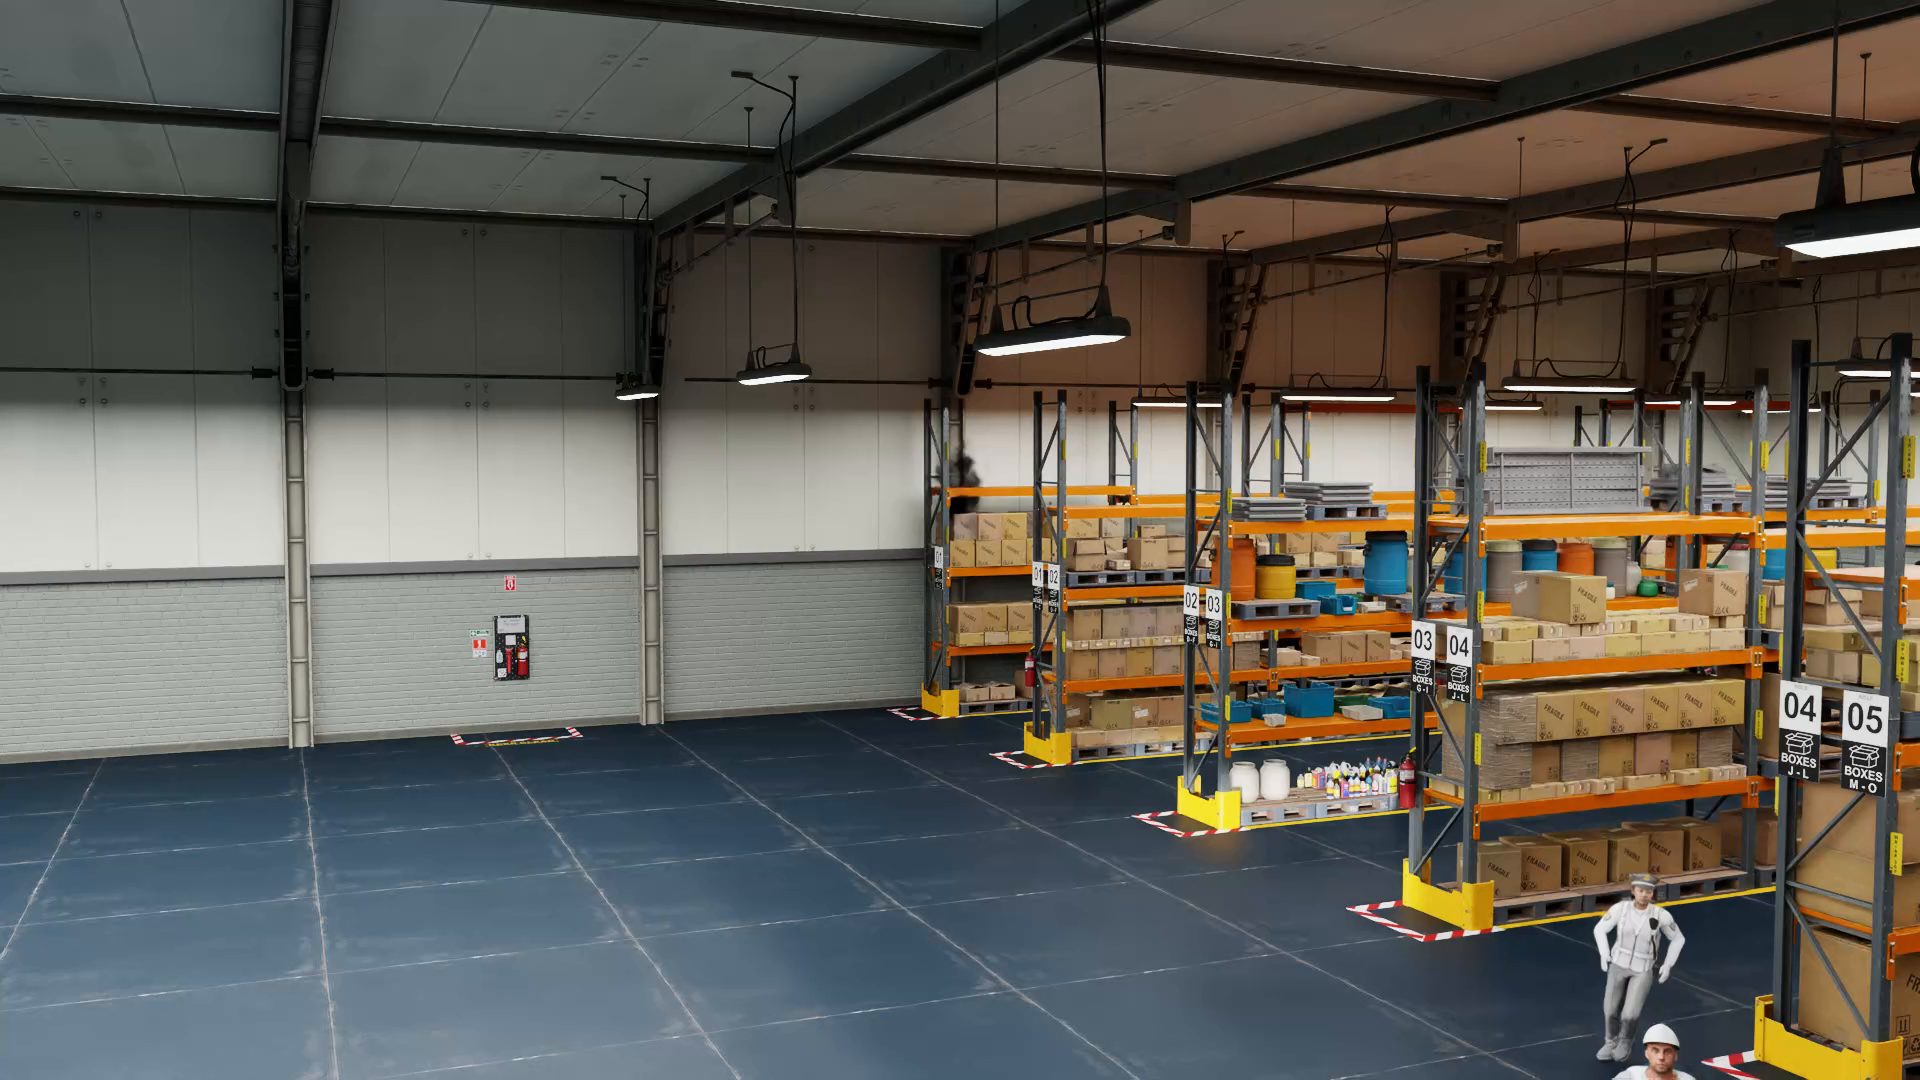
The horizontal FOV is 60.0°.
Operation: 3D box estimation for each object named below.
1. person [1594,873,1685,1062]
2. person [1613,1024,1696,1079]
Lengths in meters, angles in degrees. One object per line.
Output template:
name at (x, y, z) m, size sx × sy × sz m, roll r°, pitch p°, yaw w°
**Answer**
person at (5.556, 3.539, 13.689) m, size 0.677 × 1.641 × 0.557 m, roll 2°, pitch 4°, yaw 35°
person at (4.139, 3.716, 9.833) m, size 0.669 × 1.740 × 0.637 m, roll 1°, pitch 4°, yaw 21°
